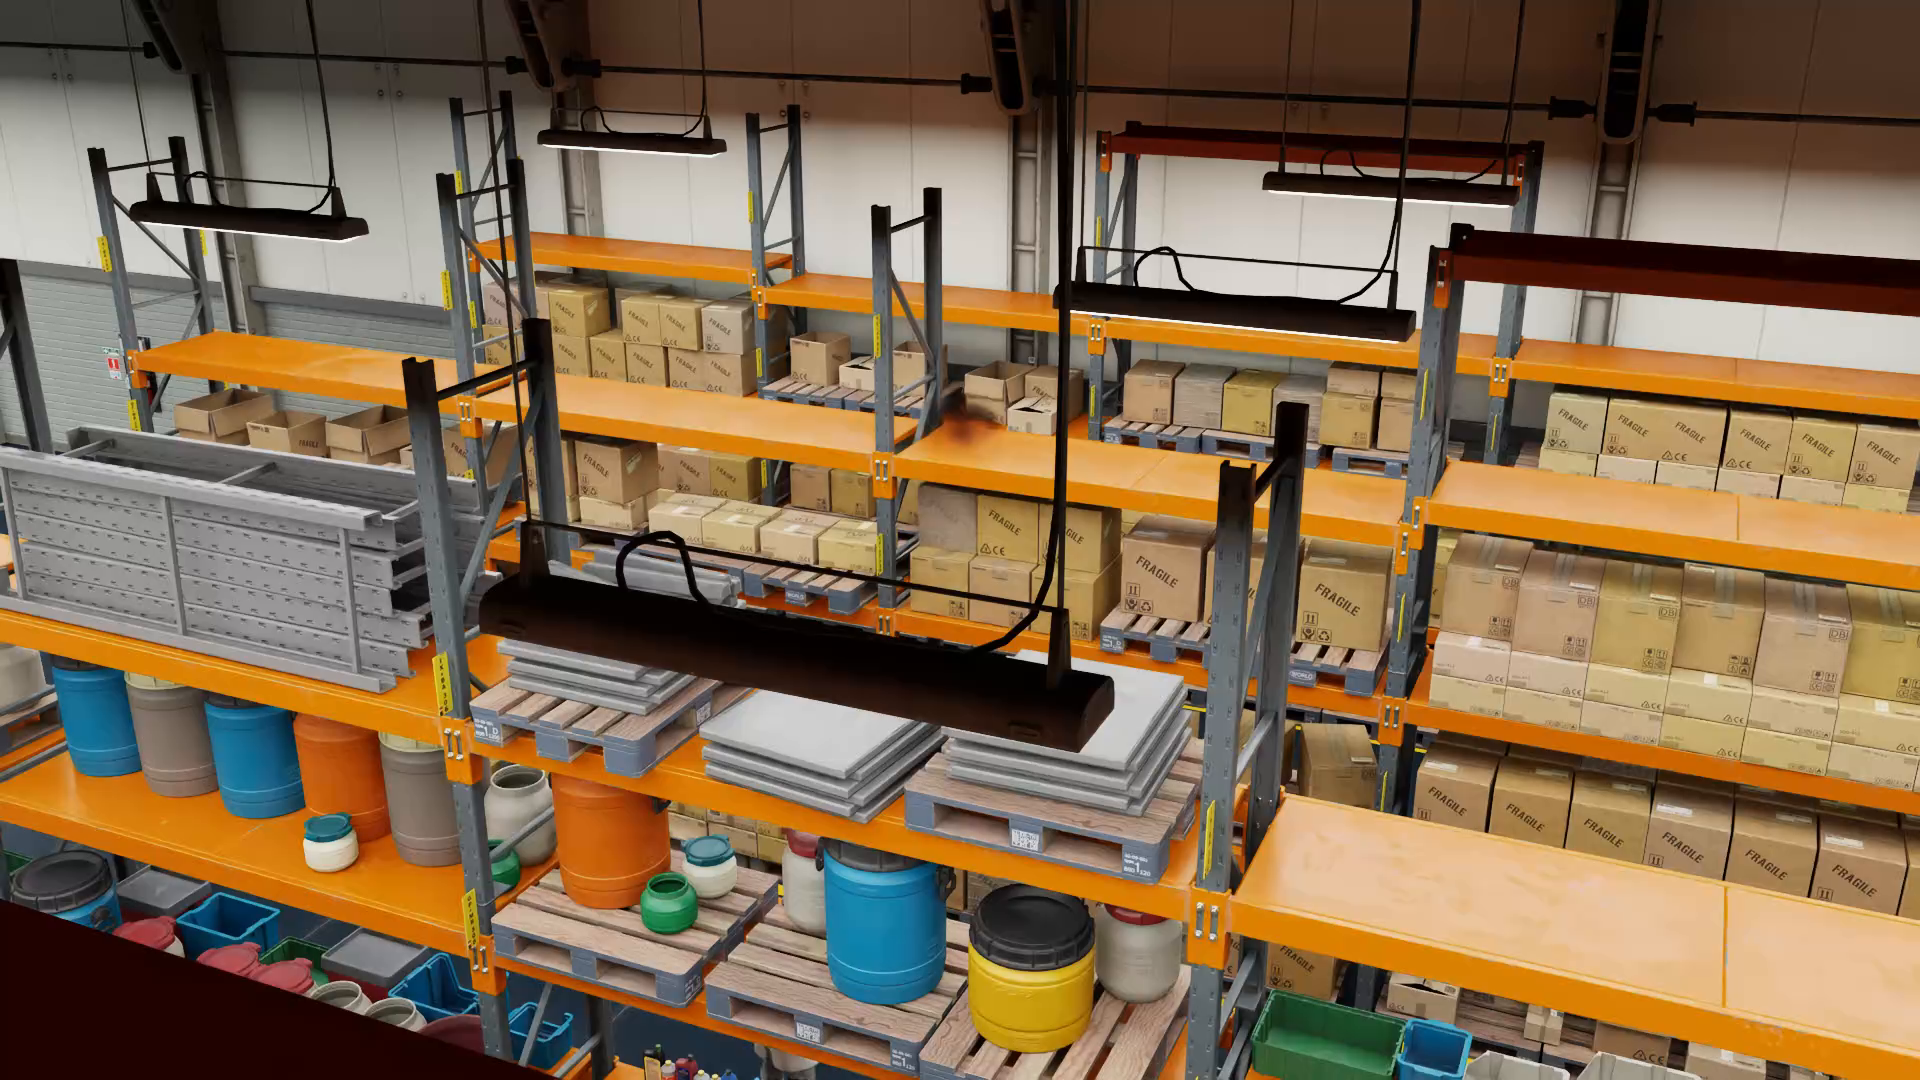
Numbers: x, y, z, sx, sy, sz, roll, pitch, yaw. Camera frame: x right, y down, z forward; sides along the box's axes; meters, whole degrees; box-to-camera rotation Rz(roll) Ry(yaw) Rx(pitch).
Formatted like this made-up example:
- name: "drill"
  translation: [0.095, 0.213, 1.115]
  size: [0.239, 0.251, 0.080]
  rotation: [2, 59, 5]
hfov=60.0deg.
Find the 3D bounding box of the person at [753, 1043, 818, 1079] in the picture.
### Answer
- name: "person"
  translation: [-17.716, 0.903, 17.809]
  size: [35.420, 1.767, 8.960]
  rotation: [15, 25, 34]
